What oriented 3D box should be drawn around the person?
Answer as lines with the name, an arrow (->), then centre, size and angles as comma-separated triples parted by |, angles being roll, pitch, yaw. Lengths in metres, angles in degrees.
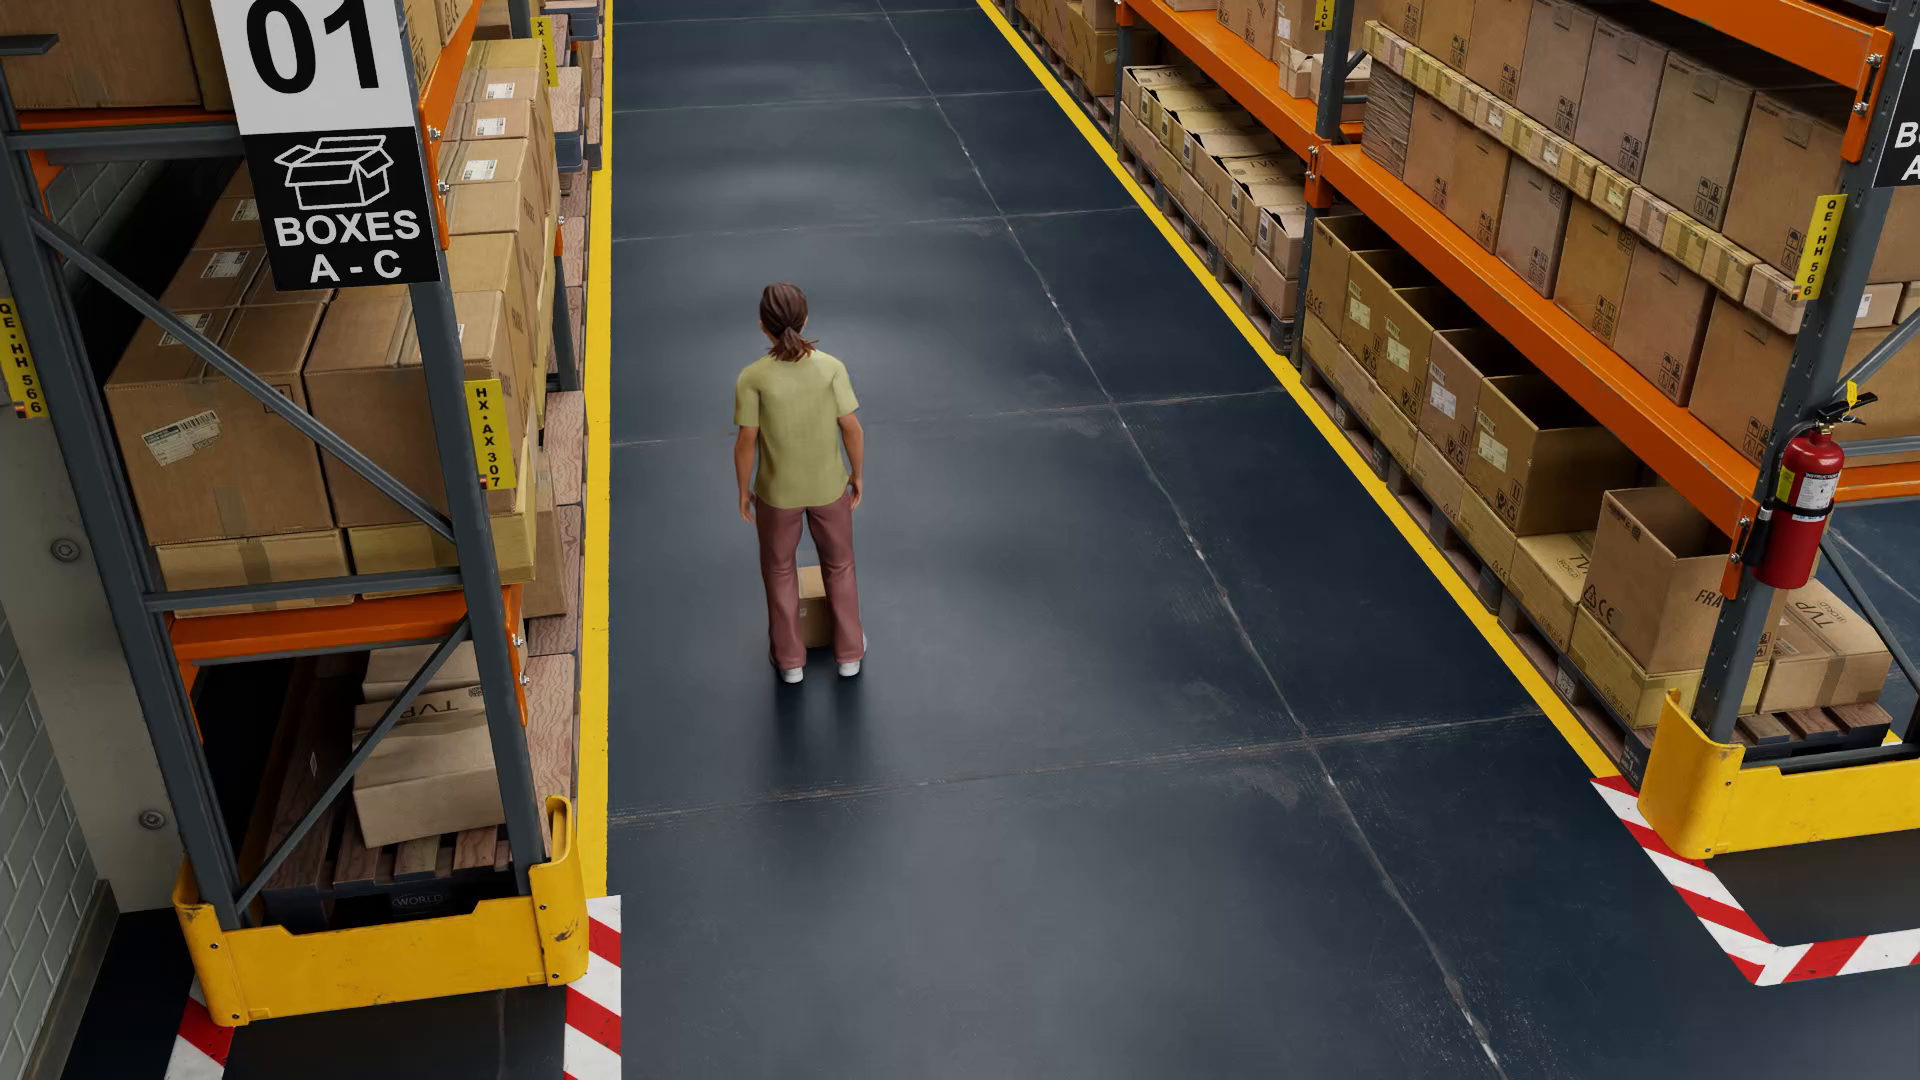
person -> -0.619, -0.180, 6.479 | 0.509, 1.628, 0.366 | -7, 31, -11
